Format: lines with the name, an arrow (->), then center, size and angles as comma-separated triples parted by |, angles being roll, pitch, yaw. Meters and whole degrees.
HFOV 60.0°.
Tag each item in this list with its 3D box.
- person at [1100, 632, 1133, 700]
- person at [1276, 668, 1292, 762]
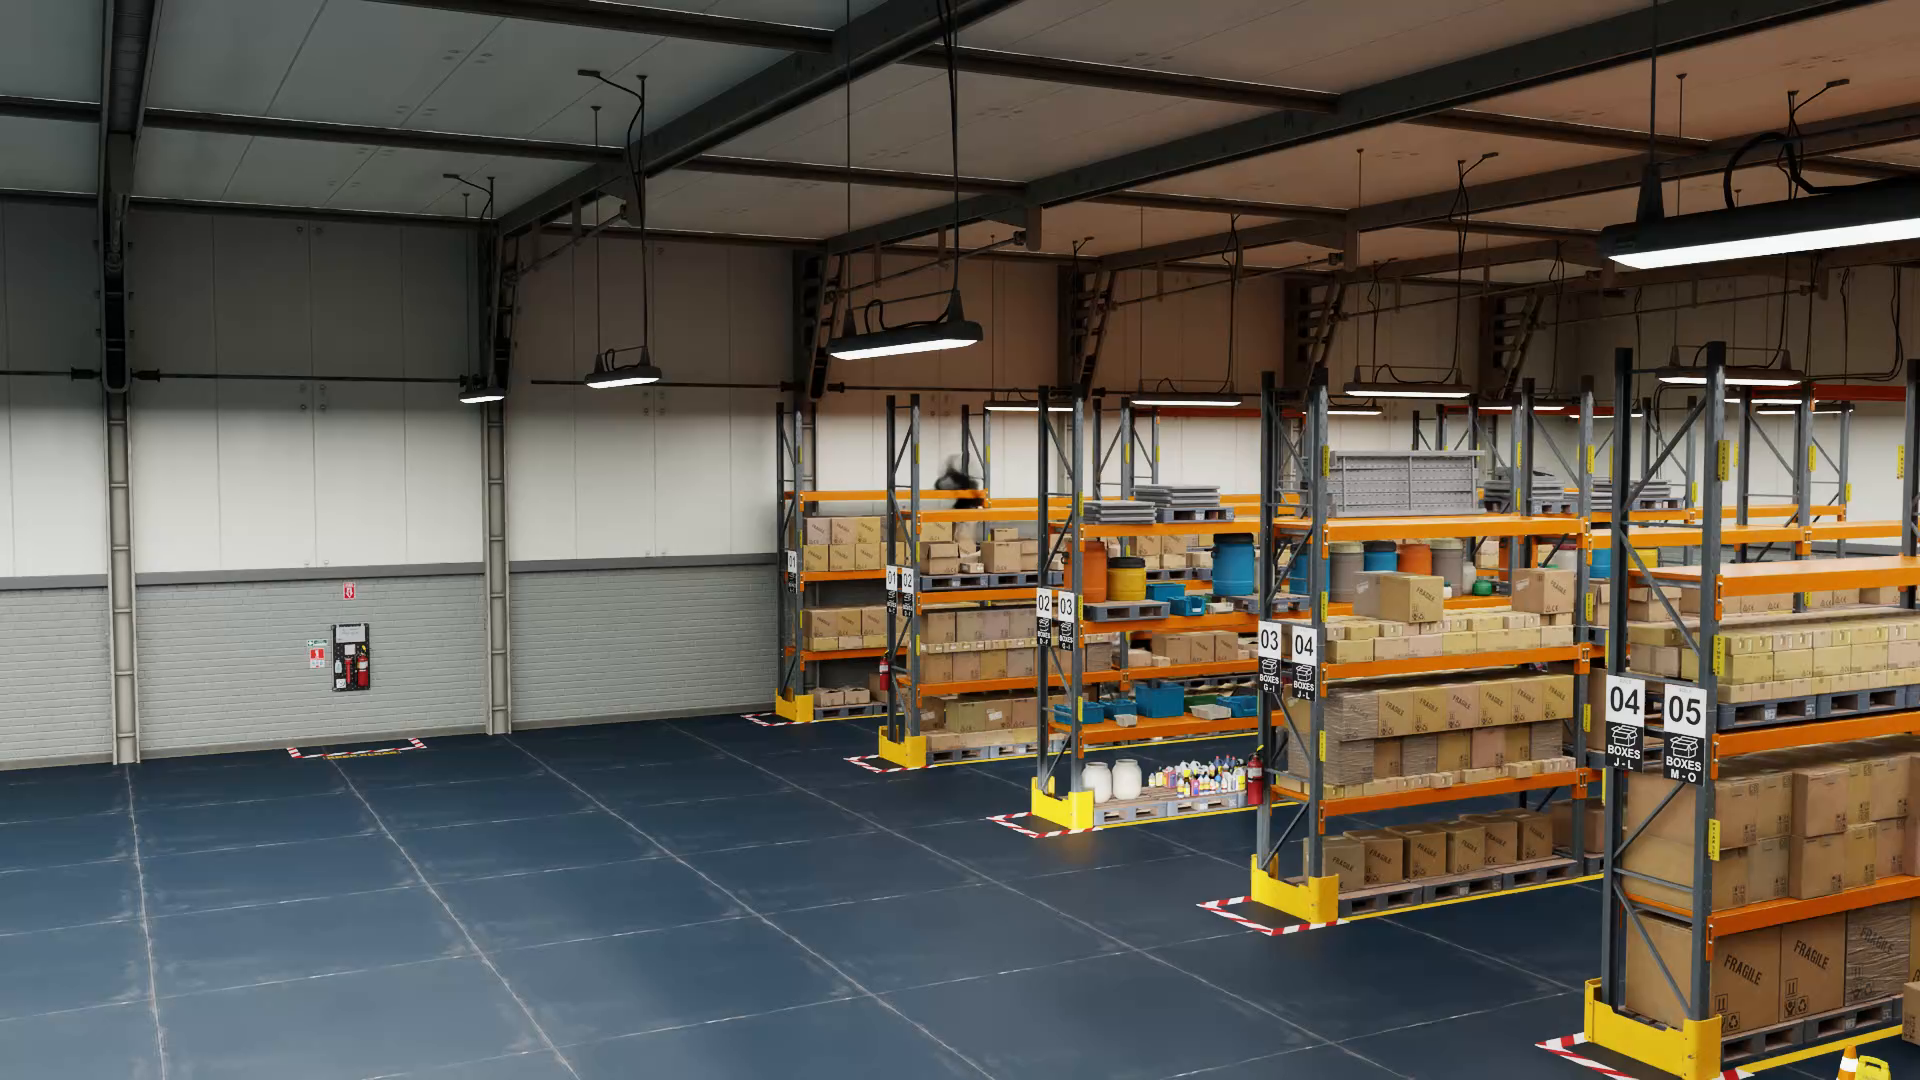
person -> 2.997, 2.255, 31.743 | 0.760, 1.754, 0.584 | -2, 4, -32
person -> 5.479, 2.791, 27.344 | 0.748, 1.717, 0.582 | -2, 4, -35
